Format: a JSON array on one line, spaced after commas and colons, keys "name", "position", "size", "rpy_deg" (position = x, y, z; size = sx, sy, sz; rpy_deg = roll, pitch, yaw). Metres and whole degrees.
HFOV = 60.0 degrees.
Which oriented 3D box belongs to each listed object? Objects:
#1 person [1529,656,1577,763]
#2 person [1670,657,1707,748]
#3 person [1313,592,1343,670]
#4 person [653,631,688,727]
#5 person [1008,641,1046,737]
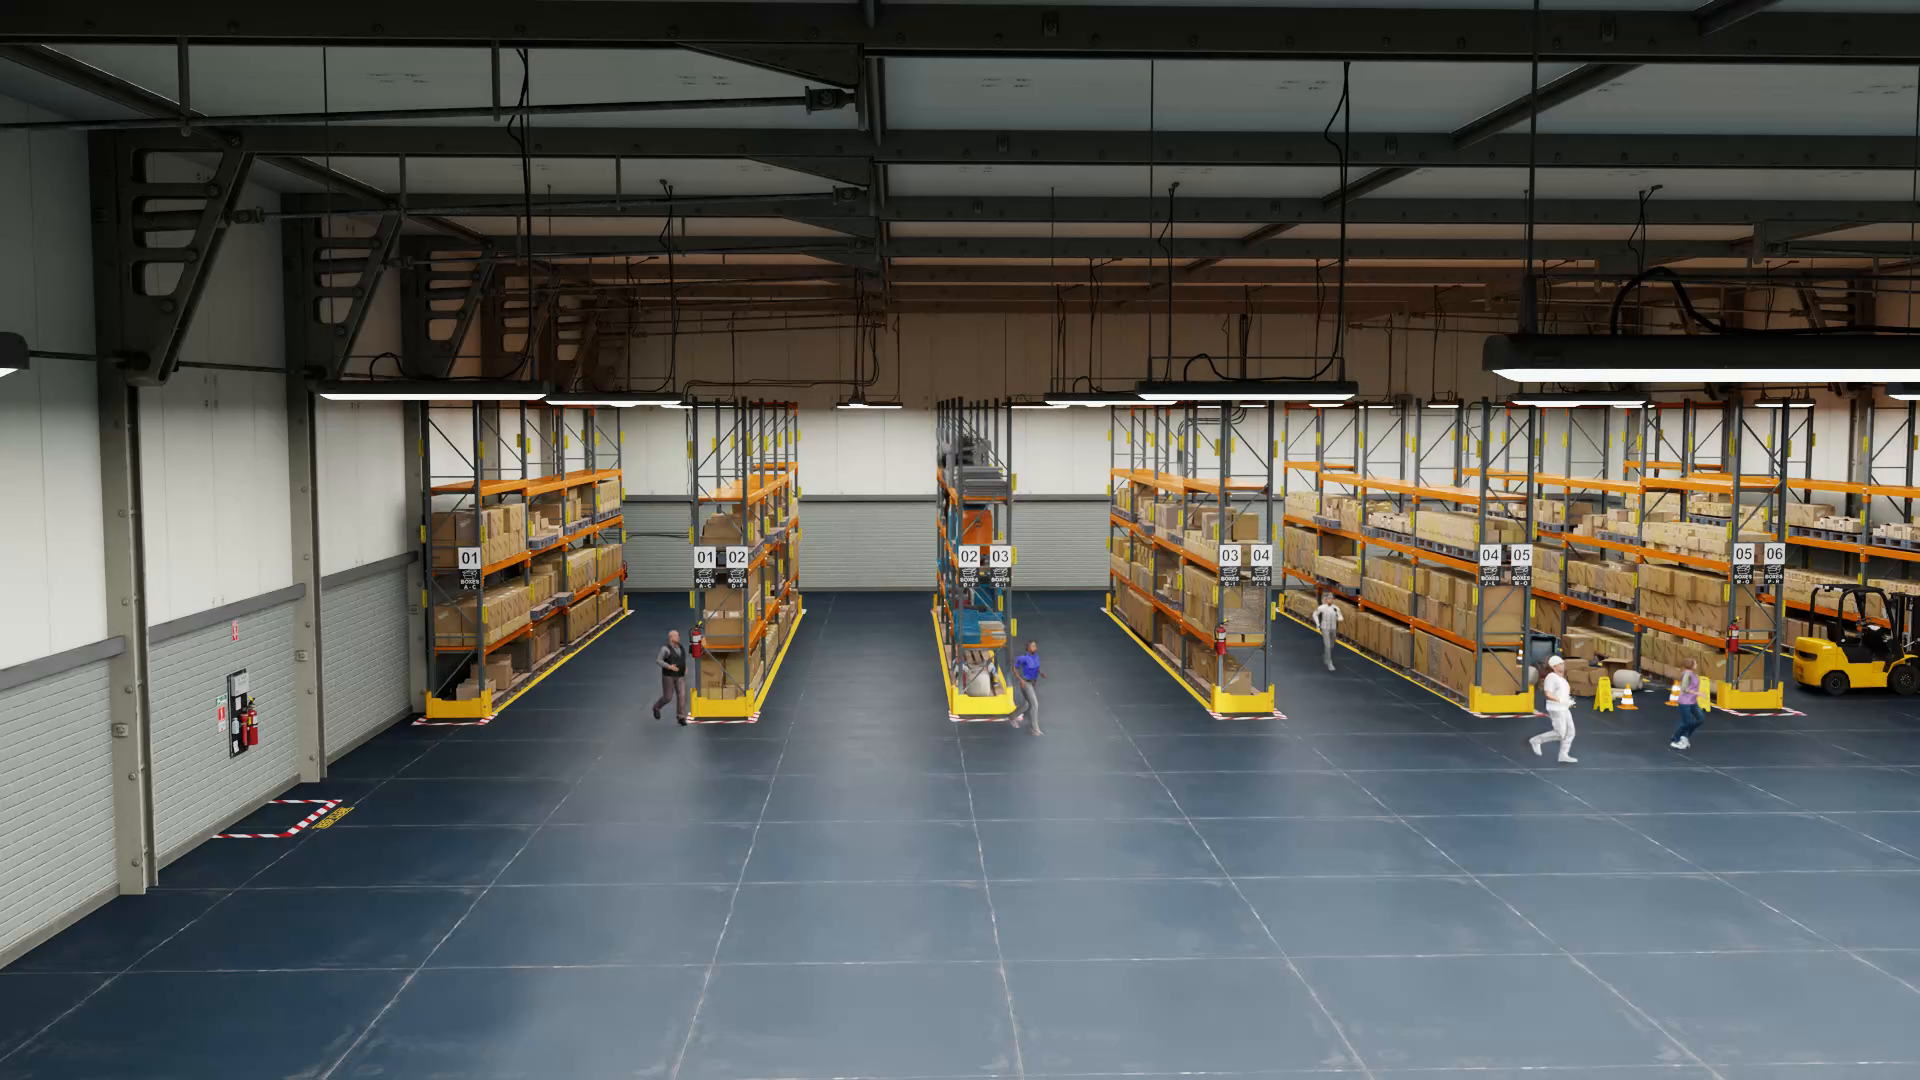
[{"name": "person", "position": [9.729, 2.756, 27.168], "size": [0.748, 1.740, 0.689], "rpy_deg": [3, 5, 34]}, {"name": "person", "position": [12.339, 2.759, 28.109], "size": [0.604, 1.568, 0.541], "rpy_deg": [4, 6, 42]}, {"name": "person", "position": [8.204, 1.999, 36.960], "size": [0.608, 1.683, 0.906], "rpy_deg": [-1, 4, -8]}, {"name": "person", "position": [-5.218, 2.512, 30.394], "size": [0.695, 1.714, 0.946], "rpy_deg": [-4, 6, -44]}, {"name": "person", "position": [1.194, 2.617, 29.596], "size": [0.825, 1.670, 0.559], "rpy_deg": [3, 6, 38]}]
